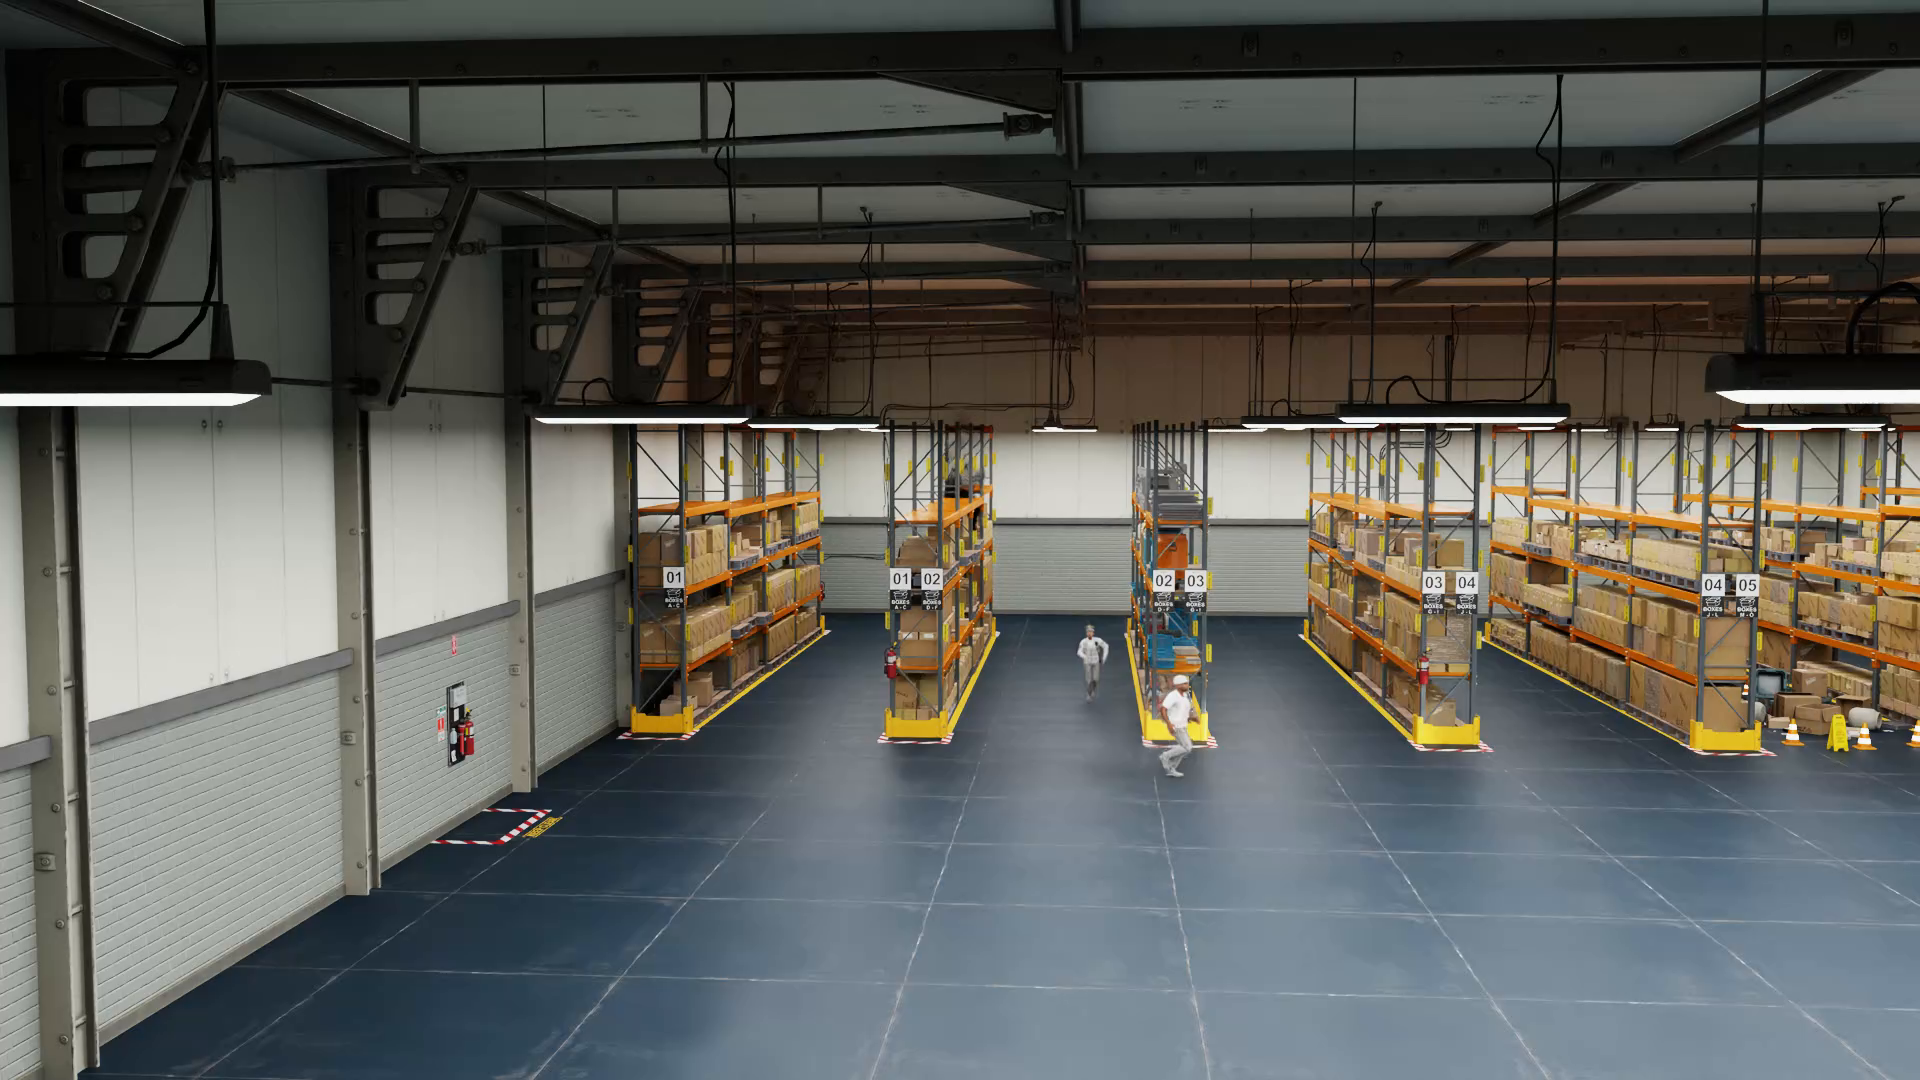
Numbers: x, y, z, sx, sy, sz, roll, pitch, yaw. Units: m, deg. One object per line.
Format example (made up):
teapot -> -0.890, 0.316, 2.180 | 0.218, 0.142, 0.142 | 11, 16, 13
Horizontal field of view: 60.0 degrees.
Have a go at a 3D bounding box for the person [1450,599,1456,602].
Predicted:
person -> 13.321, 2.033, 44.929 | 0.690, 1.700, 0.592 | 0, 4, -1

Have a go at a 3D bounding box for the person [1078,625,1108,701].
person -> 2.832, 2.638, 35.536 | 0.634, 1.651, 0.728 | 1, 4, 9

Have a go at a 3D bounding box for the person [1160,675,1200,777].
person -> 3.671, 3.107, 27.757 | 0.620, 1.711, 0.694 | 2, 4, 29
